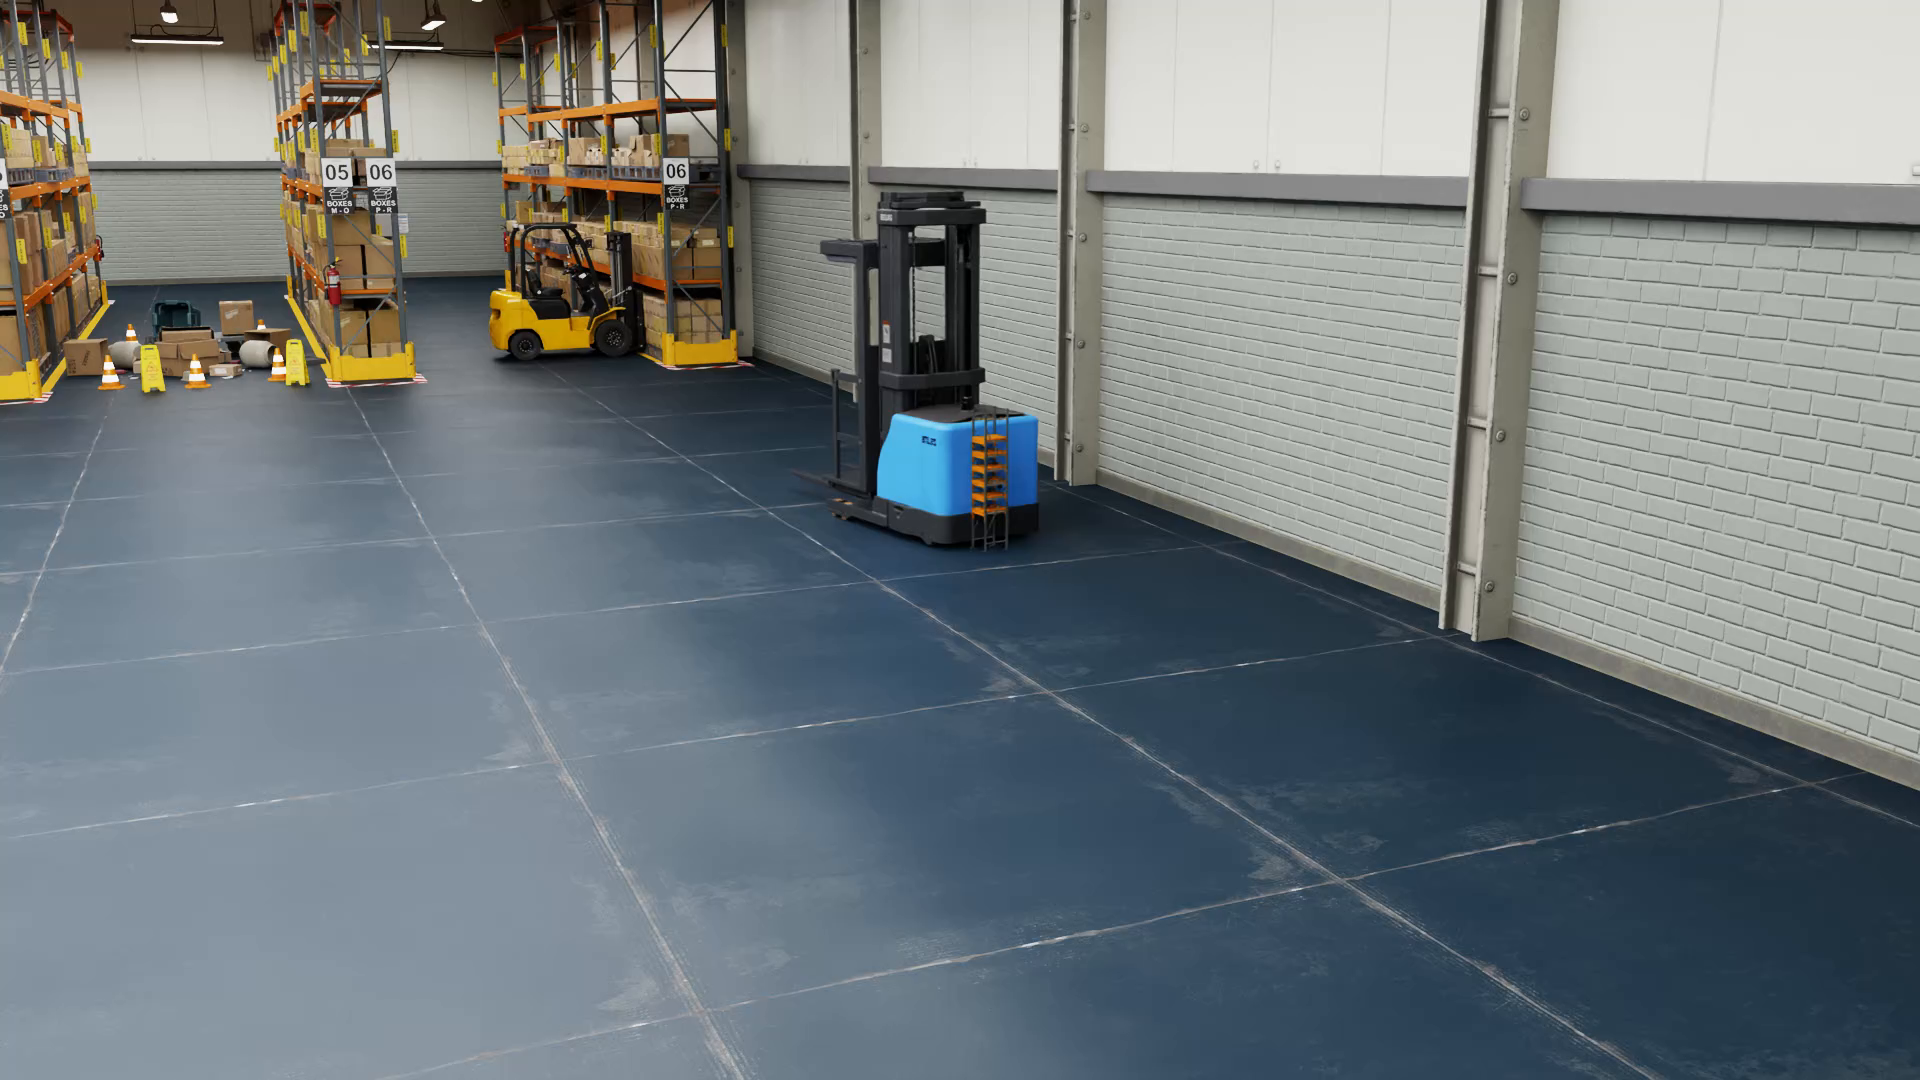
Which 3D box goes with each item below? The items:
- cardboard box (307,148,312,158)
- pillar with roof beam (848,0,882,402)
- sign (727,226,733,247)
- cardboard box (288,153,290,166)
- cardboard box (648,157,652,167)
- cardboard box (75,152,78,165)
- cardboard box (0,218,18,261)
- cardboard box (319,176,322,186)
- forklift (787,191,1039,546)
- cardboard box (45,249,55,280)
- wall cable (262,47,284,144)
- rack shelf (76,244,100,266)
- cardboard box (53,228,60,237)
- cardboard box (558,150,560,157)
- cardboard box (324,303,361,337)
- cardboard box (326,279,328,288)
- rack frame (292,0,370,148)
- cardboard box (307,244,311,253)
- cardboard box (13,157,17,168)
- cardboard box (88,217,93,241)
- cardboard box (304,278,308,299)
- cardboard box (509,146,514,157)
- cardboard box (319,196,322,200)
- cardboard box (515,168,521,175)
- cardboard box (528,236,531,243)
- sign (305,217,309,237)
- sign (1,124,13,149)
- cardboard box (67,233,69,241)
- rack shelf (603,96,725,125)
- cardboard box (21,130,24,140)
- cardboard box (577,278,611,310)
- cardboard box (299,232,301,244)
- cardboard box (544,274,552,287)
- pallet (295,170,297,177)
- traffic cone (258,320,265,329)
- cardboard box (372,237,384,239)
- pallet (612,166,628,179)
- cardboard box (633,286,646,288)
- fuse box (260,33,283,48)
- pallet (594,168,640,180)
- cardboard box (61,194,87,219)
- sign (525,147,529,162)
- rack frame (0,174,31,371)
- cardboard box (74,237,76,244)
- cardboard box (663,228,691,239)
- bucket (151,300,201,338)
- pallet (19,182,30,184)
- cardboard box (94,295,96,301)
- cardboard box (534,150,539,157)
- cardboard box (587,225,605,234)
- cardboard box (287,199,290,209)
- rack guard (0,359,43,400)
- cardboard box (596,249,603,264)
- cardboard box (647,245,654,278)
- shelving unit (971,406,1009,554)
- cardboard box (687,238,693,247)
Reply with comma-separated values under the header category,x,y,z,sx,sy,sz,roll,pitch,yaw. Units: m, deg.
category,x,y,z,sx,sy,sz,roll,pitch,yaw
cardboard box,-10.183,-6.161,26.473,0.380,0.149,0.250,-6,14,-23
pillar with roof beam,-5.164,-5.833,19.617,9.100,9.000,0.400,-6,14,-23
sign,-3.659,-4.823,26.461,0.100,0.325,0.005,-6,14,-23
cardboard box,-13.112,-7.535,32.989,0.396,0.266,0.258,-4,14,-18
cardboard box,-4.780,-6.050,26.608,0.380,0.149,0.250,-6,14,-25
cardboard box,-18.187,-7.732,33.698,0.500,0.250,0.500,-6,14,-23
cardboard box,-13.325,-4.076,22.601,0.875,0.550,0.550,-6,14,-23
cardboard box,-9.245,-5.300,24.524,0.380,0.149,0.250,-6,14,-23
forklift,-0.566,-1.663,15.053,1.130,2.935,3.031,-9,16,-34
cardboard box,-14.778,-4.405,26.527,0.500,0.500,0.500,-5,14,-22
wall cable,-17.662,-11.243,42.989,0.463,3.000,0.029,-6,14,-23
rack shelf,-18.820,-5.939,34.972,1.077,0.370,4.000,-6,14,-23
cardboard box,-16.426,-5.535,29.941,0.380,0.149,0.250,-6,14,-23
cardboard box,-7.945,-7.853,33.782,0.380,0.149,0.250,-6,14,-25
cardboard box,-9.684,-3.449,26.125,0.500,0.500,0.500,-6,14,-24
cardboard box,-9.265,-3.842,24.877,0.380,0.149,0.250,-6,14,-24
rack frame,-10.319,-7.614,27.310,1.000,3.000,0.127,-6,14,-23
cardboard box,-11.720,-5.335,30.394,0.380,0.149,0.250,-6,14,-23
cardboard box,-13.360,-5.245,23.133,0.380,0.149,0.250,-6,14,-23
cardboard box,-18.792,-6.616,35.420,0.500,0.500,0.500,-6,14,-23
cardboard box,-13.677,-5.440,35.971,0.875,0.438,0.875,-6,14,-24
cardboard box,-10.231,-9.072,38.829,0.500,0.250,0.500,-6,14,-24
cardboard box,-13.412,-7.284,35.313,0.380,0.149,0.250,-6,14,-24
cardboard box,-10.035,-8.495,38.326,0.380,0.149,0.250,-5,14,-22
cardboard box,-9.586,-6.817,37.729,0.380,0.149,0.250,-5,14,-22
sign,-10.826,-5.204,27.636,0.100,0.325,0.005,-6,14,-23
sign,-12.701,-5.371,22.159,0.100,0.325,0.005,-6,14,-23
cardboard box,-17.055,-5.716,31.380,0.380,0.149,0.250,-5,14,-21
rack shelf,-4.971,-7.104,27.591,1.077,0.370,4.000,-6,14,-23
cardboard box,-13.969,-5.948,24.399,0.380,0.149,0.250,-6,14,-23
cardboard box,-7.137,-4.884,33.155,0.875,0.625,0.625,-5,14,-21
cardboard box,-12.557,-5.871,32.307,0.500,0.250,0.500,-6,14,-24
cardboard box,-8.767,-5.550,36.311,0.500,0.500,0.500,-6,14,-24
pallet,-12.678,-7.246,32.791,1.003,0.211,1.213,-5,14,-20
traffic cone,-12.098,-3.585,28.833,0.336,0.463,0.334,-6,14,-23
cardboard box,-9.489,-4.603,26.723,0.500,0.500,0.500,-5,14,-21
pallet,-5.407,-6.384,28.847,1.003,0.211,1.213,-6,14,-23
cardboard box,-5.866,-4.364,29.522,0.500,0.250,0.500,-6,14,-24
fuse box,-17.627,-12.786,42.562,0.513,0.334,0.176,-6,14,-23
pallet,-6.137,-6.689,30.392,0.805,0.209,1.217,-6,14,-25
cardboard box,-18.371,-6.884,34.364,0.500,0.500,0.500,-5,14,-22
sign,-9.471,-8.456,36.453,0.100,0.325,0.005,-6,14,-23
rack frame,-13.212,-3.397,22.393,1.000,3.000,0.127,-6,14,-23
cardboard box,-17.678,-5.894,32.809,0.380,0.149,0.250,-6,14,-24
cardboard box,-4.507,-4.878,26.475,0.380,0.149,0.250,-6,14,-23
bucket,-12.647,-3.549,26.940,0.726,0.611,0.620,-1,3,-4
pallet,-15.226,-5.776,26.447,0.805,0.209,1.217,-6,14,-25
cardboard box,-18.635,-5.167,35.432,0.380,0.149,0.250,-5,14,-22
cardboard box,-8.897,-8.273,35.555,0.380,0.149,0.250,-6,14,-24
cardboard box,-6.829,-5.864,31.396,0.380,0.149,0.250,-6,14,-24
cardboard box,-14.374,-7.162,36.224,0.500,0.500,0.500,-5,14,-22
rack guard,-13.202,-2.174,22.654,1.175,0.500,0.348,-6,14,-23
cardboard box,-6.420,-5.251,30.738,0.500,0.250,0.500,-6,14,-23
cardboard box,-4.807,-4.548,27.148,0.500,0.500,0.500,-5,14,-21
shelving unit,0.251,-0.504,13.886,0.258,1.200,0.189,-9,16,-34
cardboard box,-4.225,-4.817,26.871,0.380,0.149,0.250,-6,14,-23
